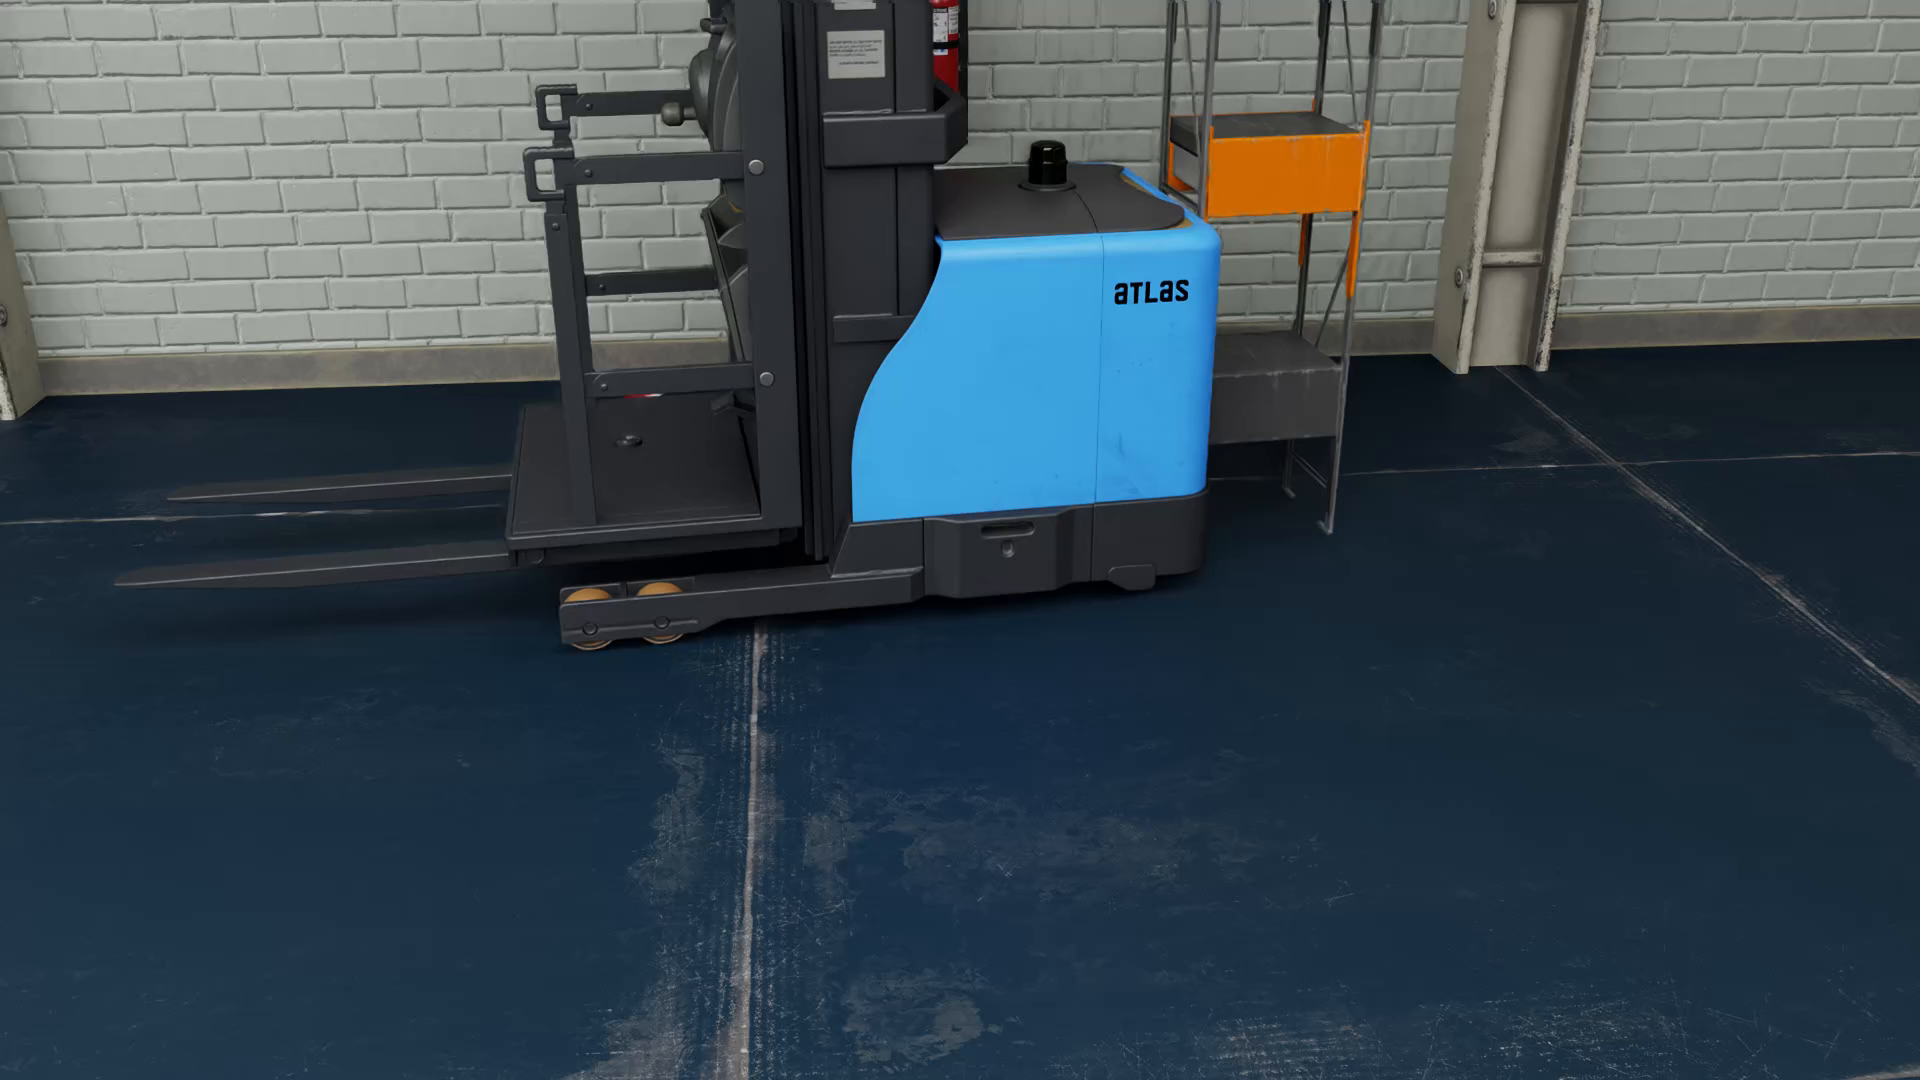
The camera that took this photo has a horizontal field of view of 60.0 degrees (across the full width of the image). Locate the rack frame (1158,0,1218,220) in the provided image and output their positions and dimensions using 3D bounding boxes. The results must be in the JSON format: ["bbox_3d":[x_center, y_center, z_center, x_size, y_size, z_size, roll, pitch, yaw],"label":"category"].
[{"bbox_3d":[0.659,-1.015,4.949,0.015,2.100,0.400,-5,24,-10],"label":"rack frame"}]

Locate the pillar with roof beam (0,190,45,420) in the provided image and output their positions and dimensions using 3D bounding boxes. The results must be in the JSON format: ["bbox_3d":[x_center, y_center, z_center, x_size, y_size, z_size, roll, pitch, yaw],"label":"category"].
[{"bbox_3d":[-3.349,-2.880,0.650,0.400,9.000,9.100,-2,24,-5],"label":"pillar with roof beam"}]

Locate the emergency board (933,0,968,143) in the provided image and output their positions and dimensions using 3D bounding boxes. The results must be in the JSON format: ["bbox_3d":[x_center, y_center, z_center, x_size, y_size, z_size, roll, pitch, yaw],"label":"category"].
[{"bbox_3d":[-0.264,-2.035,6.135,0.643,1.169,0.194,-2,24,-5],"label":"emergency board"}]

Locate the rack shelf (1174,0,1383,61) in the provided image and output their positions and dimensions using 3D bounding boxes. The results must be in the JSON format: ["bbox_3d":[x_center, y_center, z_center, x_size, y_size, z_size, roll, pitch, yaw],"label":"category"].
[{"bbox_3d":[0.898,-1.662,4.714,0.480,0.518,0.431,-5,24,-10],"label":"rack shelf"}]

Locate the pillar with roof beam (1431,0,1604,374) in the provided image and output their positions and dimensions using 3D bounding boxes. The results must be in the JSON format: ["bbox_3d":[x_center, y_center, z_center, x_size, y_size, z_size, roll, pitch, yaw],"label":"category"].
[{"bbox_3d":[2.622,-3.119,1.189,0.400,9.000,9.100,-2,24,-5],"label":"pillar with roof beam"}]

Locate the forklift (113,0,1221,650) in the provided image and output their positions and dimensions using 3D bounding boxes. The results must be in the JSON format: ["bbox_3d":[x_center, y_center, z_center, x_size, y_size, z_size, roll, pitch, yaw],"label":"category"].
[{"bbox_3d":[-0.840,-1.270,4.500,3.031,2.935,1.130,-5,24,-10],"label":"forklift"}]

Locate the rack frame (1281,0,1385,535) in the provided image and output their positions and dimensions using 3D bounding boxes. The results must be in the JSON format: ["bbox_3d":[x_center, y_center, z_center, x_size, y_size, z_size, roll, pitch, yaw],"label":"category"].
[{"bbox_3d":[1.137,-1.054,5.037,0.015,2.100,0.400,-5,24,-10],"label":"rack frame"}]

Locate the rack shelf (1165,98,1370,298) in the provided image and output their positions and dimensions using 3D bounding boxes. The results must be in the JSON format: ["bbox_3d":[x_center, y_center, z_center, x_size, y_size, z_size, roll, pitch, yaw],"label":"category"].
[{"bbox_3d":[0.898,-1.022,4.999,0.480,0.518,0.431,-5,24,-10],"label":"rack shelf"}]

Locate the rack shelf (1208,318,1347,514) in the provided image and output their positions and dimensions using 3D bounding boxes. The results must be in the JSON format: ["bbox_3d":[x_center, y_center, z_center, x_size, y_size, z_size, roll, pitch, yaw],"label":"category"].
[{"bbox_3d":[0.898,-0.383,5.283,0.480,0.518,0.431,-5,24,-10],"label":"rack shelf"}]

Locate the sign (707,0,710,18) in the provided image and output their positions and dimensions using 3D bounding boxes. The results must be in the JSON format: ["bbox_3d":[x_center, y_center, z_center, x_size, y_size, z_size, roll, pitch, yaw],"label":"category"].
[{"bbox_3d":[-0.825,-2.071,6.172,0.234,0.329,0.001,-2,24,-5],"label":"sign"}]

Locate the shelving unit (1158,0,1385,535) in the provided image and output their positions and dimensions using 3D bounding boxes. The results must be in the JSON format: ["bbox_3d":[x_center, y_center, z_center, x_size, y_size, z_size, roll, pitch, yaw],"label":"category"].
[{"bbox_3d":[0.898,-1.035,4.993,0.503,2.100,0.431,-5,24,-10],"label":"shelving unit"}]
